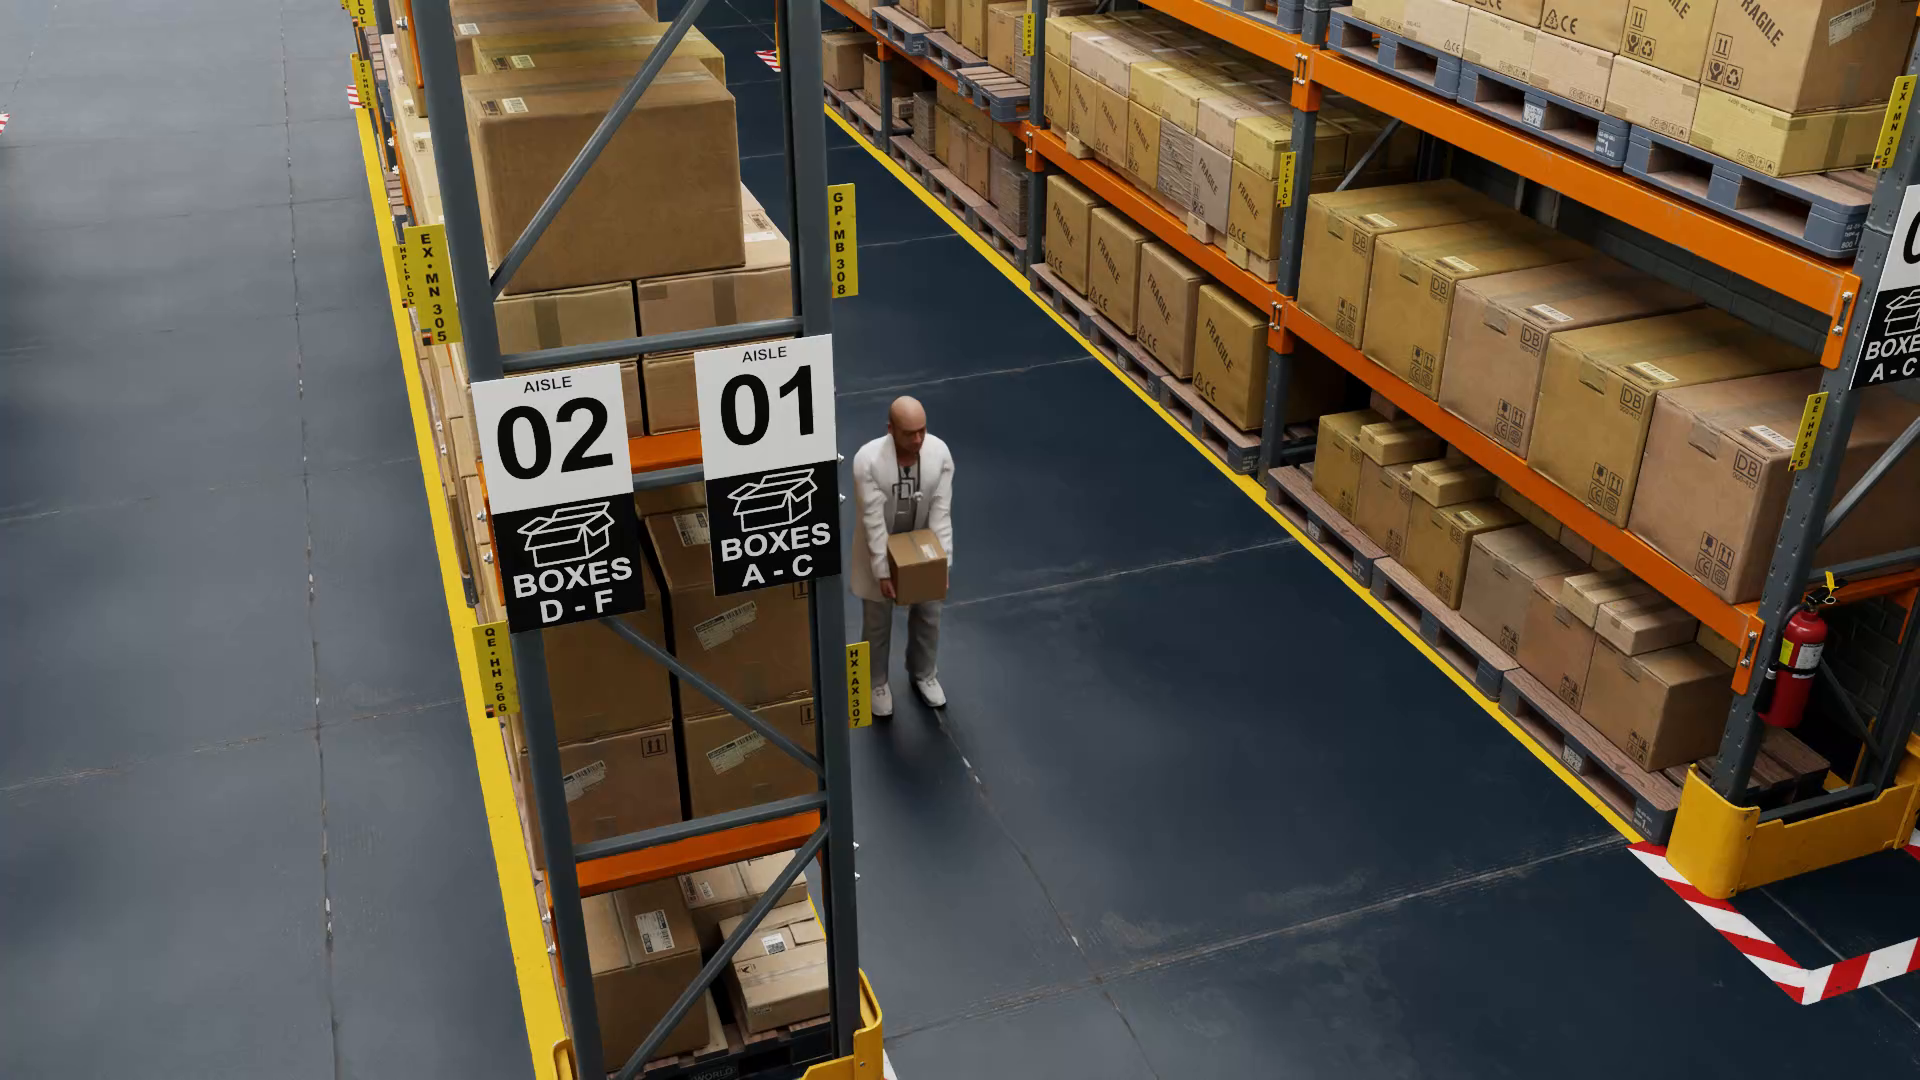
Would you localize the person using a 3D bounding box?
[{"bbox_3d":[-0.278,0.091,8.231,0.531,1.760,0.592,-9,31,-16],"label":"person"}]
